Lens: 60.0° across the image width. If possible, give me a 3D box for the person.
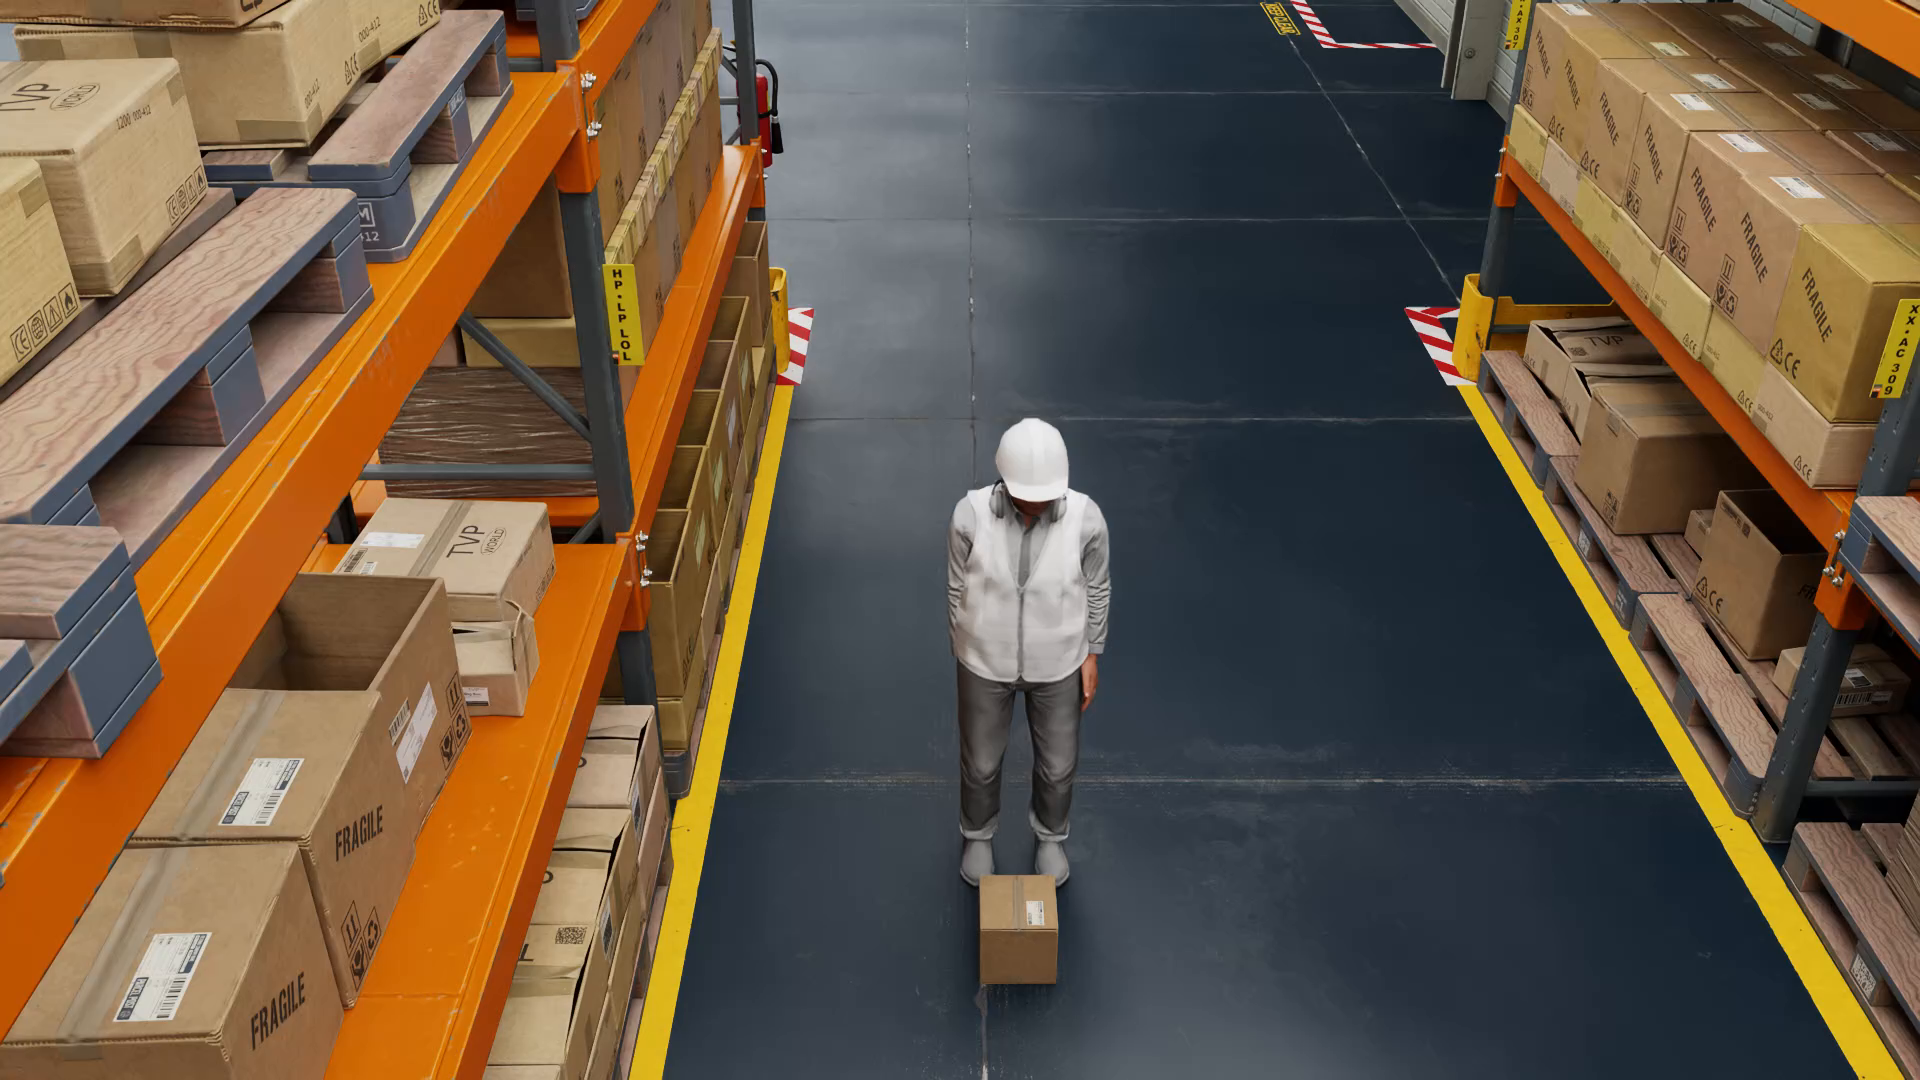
[{"bbox_3d":[0.222,0.388,5.490,0.536,1.762,0.369,0,31,1],"label":"person"}]
